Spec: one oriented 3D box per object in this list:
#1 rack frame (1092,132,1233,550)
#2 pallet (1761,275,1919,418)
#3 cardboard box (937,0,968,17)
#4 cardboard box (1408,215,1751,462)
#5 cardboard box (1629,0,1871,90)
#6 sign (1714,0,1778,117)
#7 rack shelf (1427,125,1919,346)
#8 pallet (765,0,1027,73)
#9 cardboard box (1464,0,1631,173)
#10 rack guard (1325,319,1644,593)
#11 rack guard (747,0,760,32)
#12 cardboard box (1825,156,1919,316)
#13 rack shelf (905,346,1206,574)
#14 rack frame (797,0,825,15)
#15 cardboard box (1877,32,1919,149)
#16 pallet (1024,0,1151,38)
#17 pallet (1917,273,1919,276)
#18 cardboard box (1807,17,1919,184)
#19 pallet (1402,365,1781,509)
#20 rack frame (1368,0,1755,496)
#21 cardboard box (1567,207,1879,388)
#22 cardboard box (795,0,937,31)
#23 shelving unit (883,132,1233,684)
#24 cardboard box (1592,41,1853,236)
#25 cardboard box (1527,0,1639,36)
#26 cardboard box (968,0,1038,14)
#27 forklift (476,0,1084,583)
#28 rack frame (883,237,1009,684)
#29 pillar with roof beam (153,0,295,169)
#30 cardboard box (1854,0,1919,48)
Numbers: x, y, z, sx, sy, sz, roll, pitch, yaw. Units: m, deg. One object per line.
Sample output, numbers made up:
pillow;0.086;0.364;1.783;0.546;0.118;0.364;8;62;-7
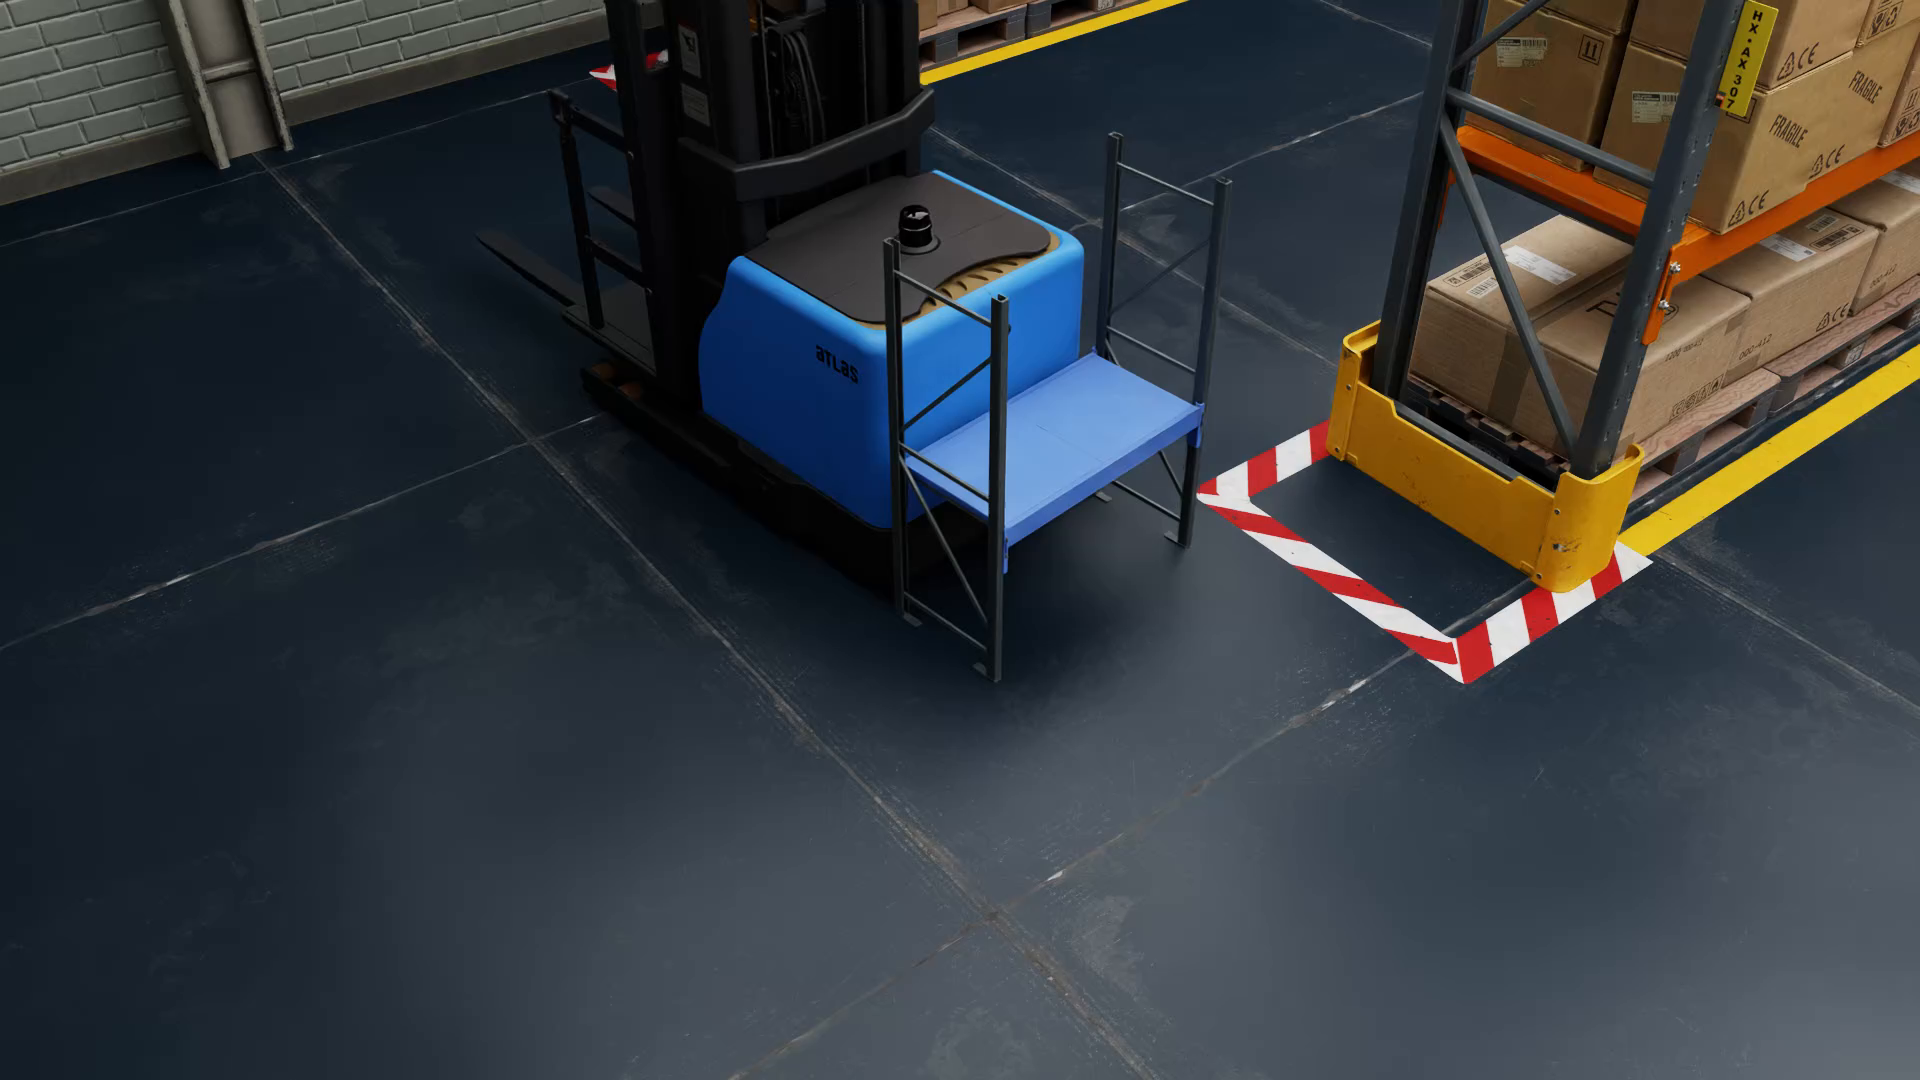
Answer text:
rack frame;0.679;-0.663;5.876;0.032;1.500;0.500;-32;49;-33
pallet;3.510;-1.058;7.374;1.213;0.211;1.003;-26;46;-28
cardboard box;-0.167;-3.207;9.711;0.250;0.149;0.380;-28;47;-30
cardboard box;2.420;-0.796;6.545;0.875;0.438;0.875;-28;47;-29
cardboard box;2.511;-1.787;5.196;0.500;0.500;0.500;-27;46;-29
sign;2.291;-1.403;4.850;0.005;0.325;0.100;-26;46;-28
rack shelf;3.543;-1.814;6.663;4.000;0.370;1.077;-26;46;-28
pallet;-0.378;-3.074;9.830;1.213;0.211;1.003;-26;46;-28
cardboard box;2.179;-1.677;5.851;0.500;0.500;0.500;-26;46;-28
rack guard;1.938;-0.343;6.274;0.348;0.500;1.175;-26;46;-28
rack guard;-1.010;-2.877;9.363;0.348;0.500;1.175;-26;46;-28
cardboard box;3.856;-1.502;7.405;0.875;0.438;0.875;-27;47;-29
rack shelf;0.317;-0.298;5.714;1.000;0.185;0.538;-32;49;-33
rack frame;-1.070;-3.814;8.534;0.127;3.000;1.000;-26;46;-28
cardboard box;3.311;-1.796;5.995;0.500;0.500;0.500;-26;46;-28
pallet;0.588;-3.542;10.402;1.213;0.211;1.003;-26;46;-28
pallet;4.478;-1.532;7.952;1.213;0.211;1.003;-26;46;-28
cardboard box;2.897;-1.608;5.767;0.500;0.500;0.500;-27;46;-29
pallet;2.544;-0.589;6.802;1.213;0.211;1.003;-26;46;-28
rack frame;1.957;-1.319;5.493;0.127;3.000;1.000;-26;46;-28
cardboard box;3.140;-1.154;6.981;0.875;0.438;0.875;-25;45;-27
cardboard box;-0.528;-3.200;9.423;0.637;0.503;0.797;-28;47;-30
shelving unit;0.317;-0.437;5.600;1.048;1.500;0.538;-32;49;-33
cardboard box;2.513;-1.399;5.511;0.500;0.500;0.500;-26;46;-28
cardboard box;2.194;-2.050;5.517;0.500;0.500;0.500;-24;45;-27
cardboard box;0.174;-3.509;9.803;0.500;0.500;0.700;-24;45;-26
forklift;-0.928;-1.818;6.155;1.130;2.935;3.031;-31;49;-32
rack frame;-0.046;-0.211;5.324;0.032;1.500;0.500;-32;49;-33
pillar with roof beam;-1.134;-3.380;3.275;0.400;9.000;9.100;-26;46;-28
cardboard box;2.917;-1.990;5.443;0.500;0.500;0.500;-27;47;-29
